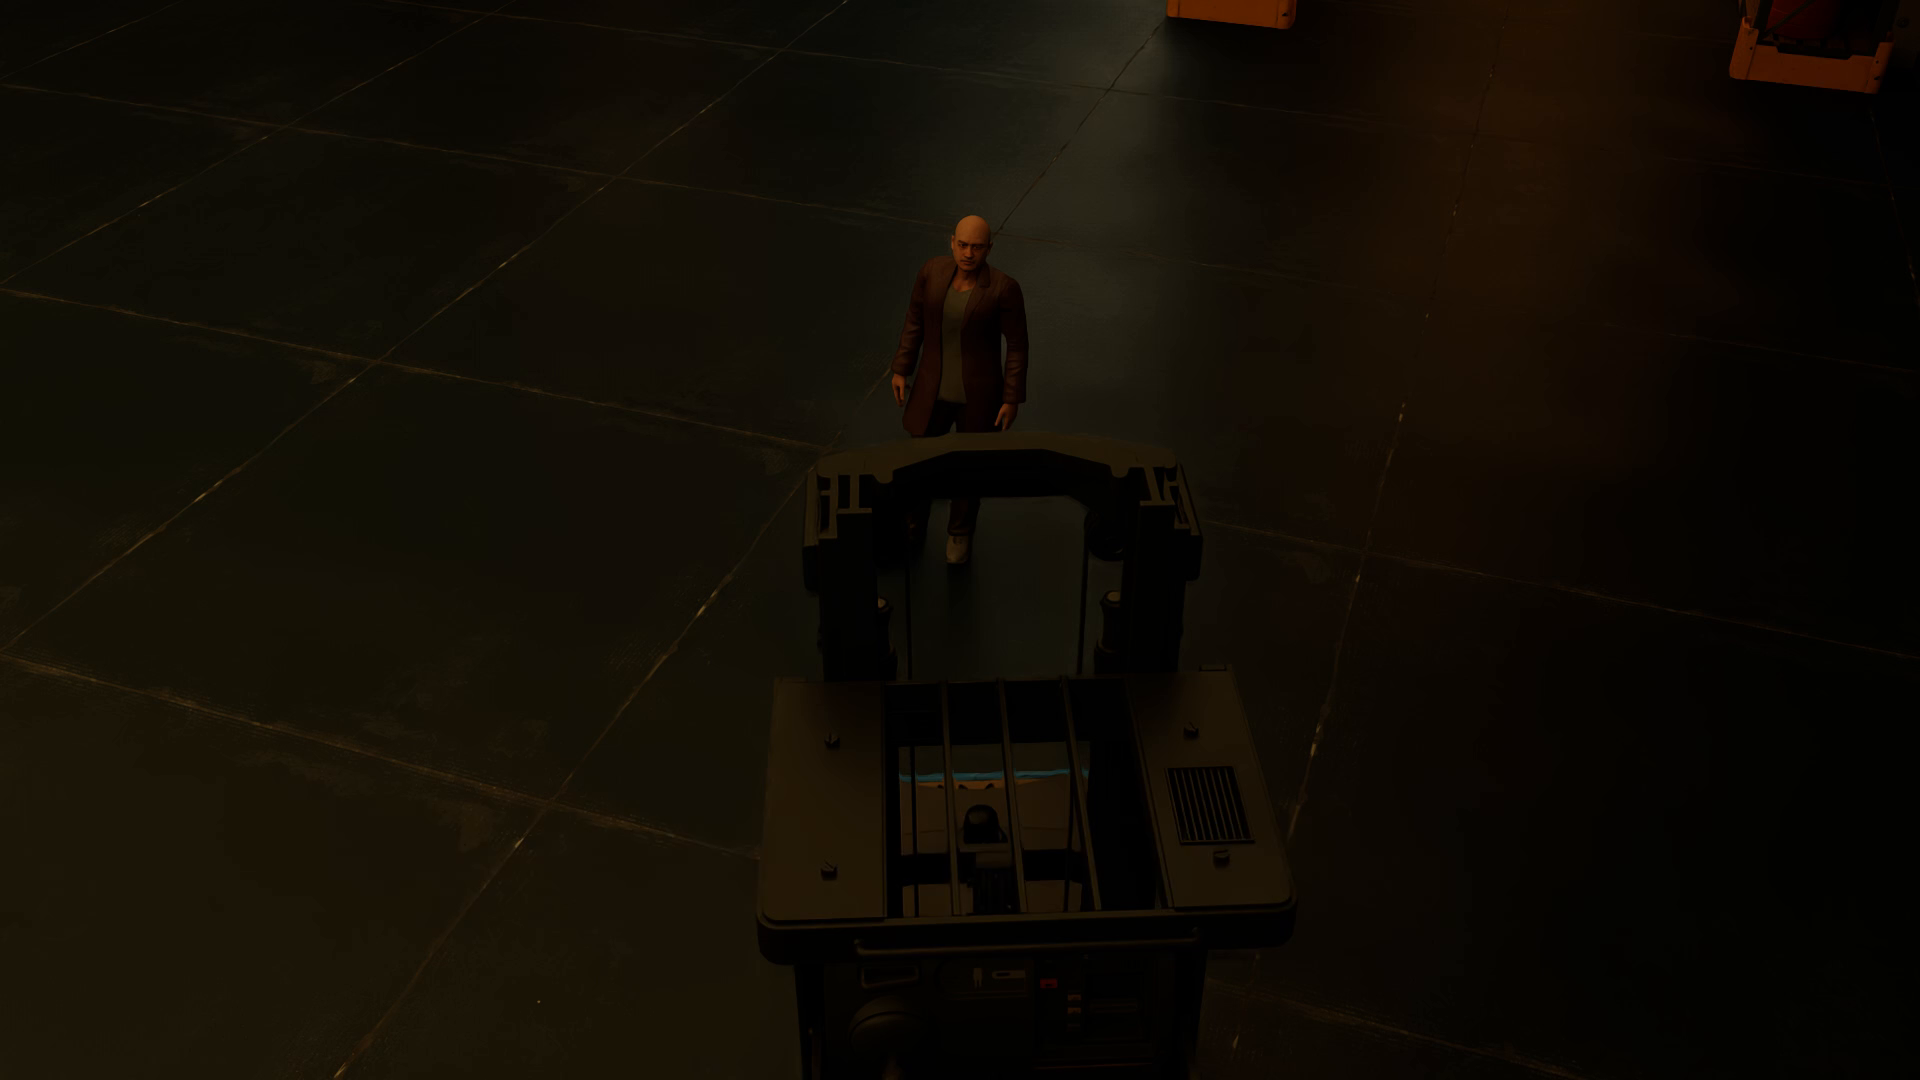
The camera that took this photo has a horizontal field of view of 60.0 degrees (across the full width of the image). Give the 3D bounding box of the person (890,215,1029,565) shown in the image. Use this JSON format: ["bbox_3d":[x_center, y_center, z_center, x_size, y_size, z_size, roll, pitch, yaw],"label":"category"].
[{"bbox_3d":[-0.035,-0.682,8.058,0.696,1.775,0.582,12,37,16],"label":"person"}]

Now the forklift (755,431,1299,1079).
[{"bbox_3d":[0.119,1.320,4.249,1.130,2.935,3.031,-2,35,-2],"label":"forklift"}]
